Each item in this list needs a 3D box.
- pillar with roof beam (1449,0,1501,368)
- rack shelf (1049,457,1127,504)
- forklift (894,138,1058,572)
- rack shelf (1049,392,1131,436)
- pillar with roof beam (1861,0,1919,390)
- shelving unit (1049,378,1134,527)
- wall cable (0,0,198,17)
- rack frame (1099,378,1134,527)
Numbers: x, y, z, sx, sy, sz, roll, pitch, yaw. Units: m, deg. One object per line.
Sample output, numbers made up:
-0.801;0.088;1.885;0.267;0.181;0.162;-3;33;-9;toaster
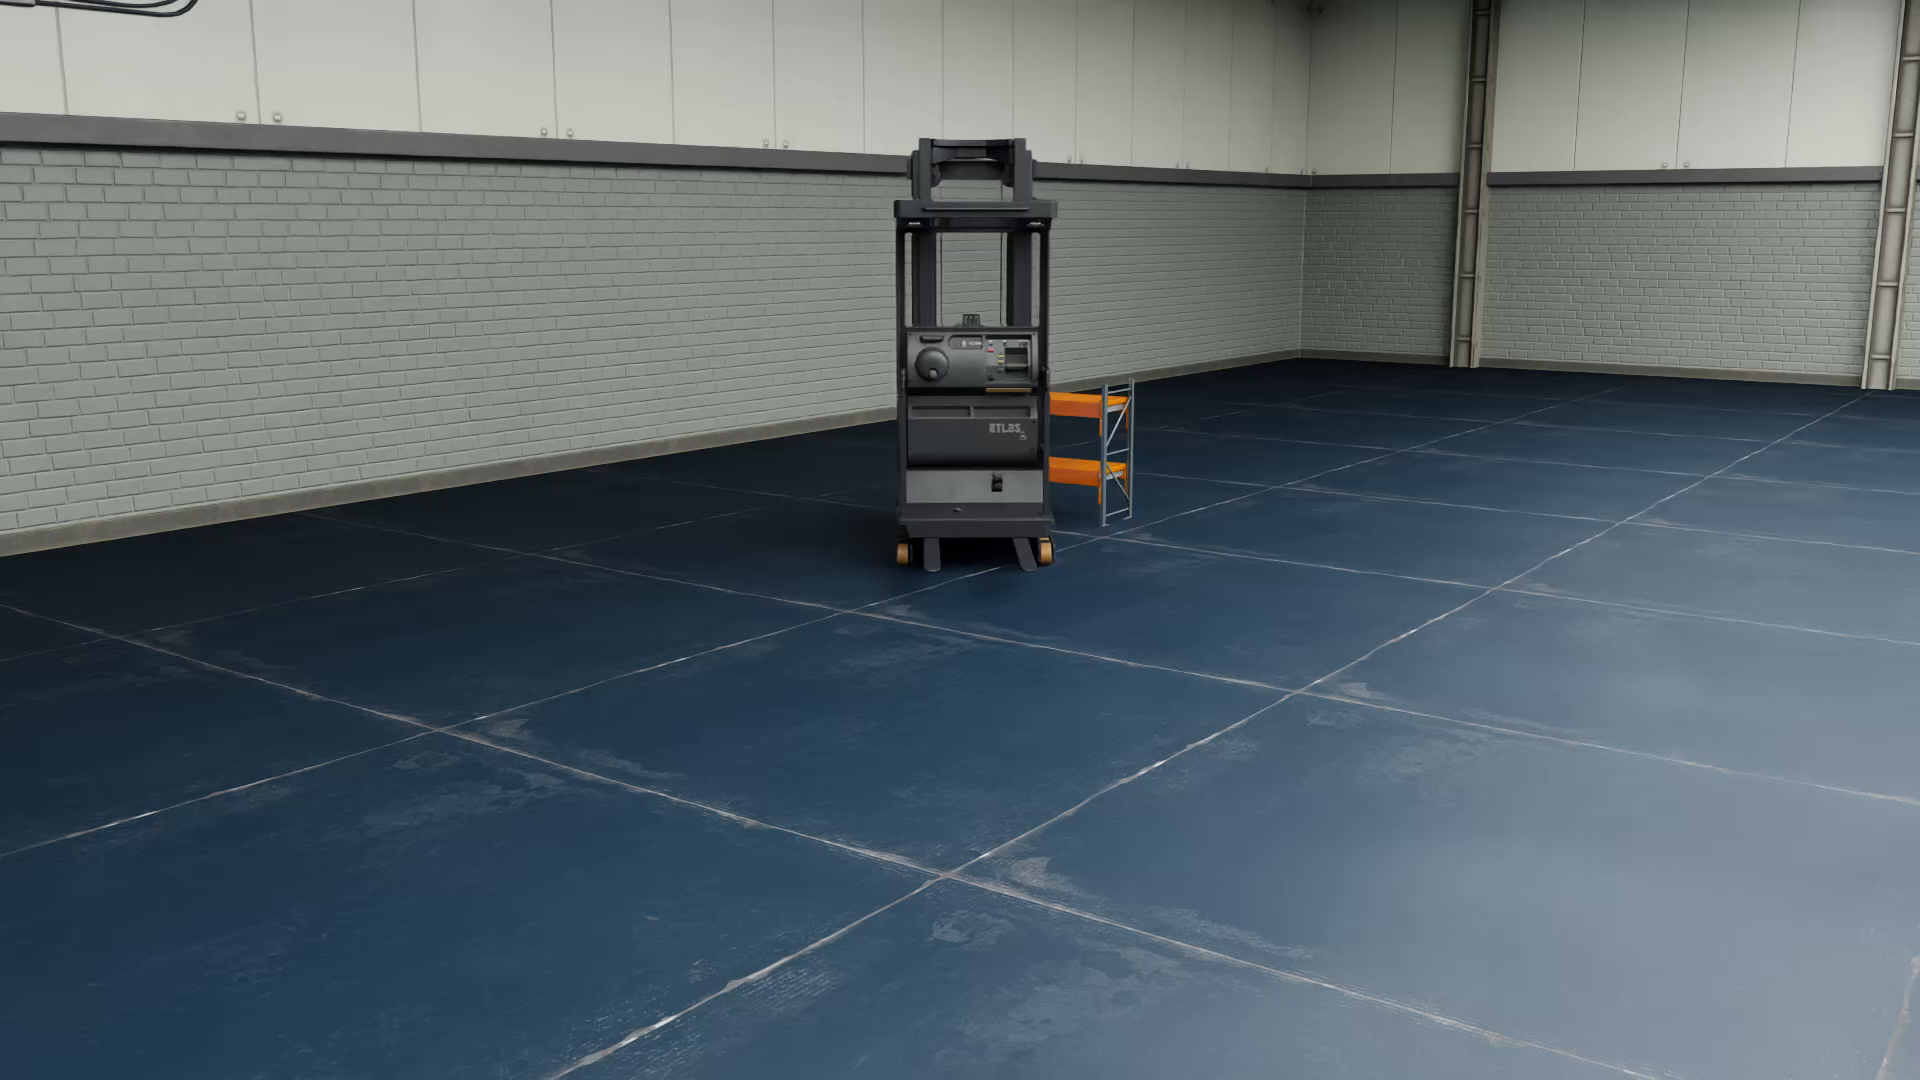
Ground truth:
5.693;-6.592;22.910;0.400;9.000;9.100;8;13;36;pillar with roof beam
0.816;-0.507;13.478;1.000;0.278;0.538;7;13;32;rack shelf
0.095;-1.316;11.615;1.130;2.935;3.031;0;11;-1;forklift
0.816;-1.035;13.376;1.000;0.278;0.538;7;13;32;rack shelf
10.529;-5.917;19.424;0.400;9.000;9.100;8;13;36;pillar with roof beam
0.816;-0.747;13.432;1.048;1.125;0.538;7;13;32;shelving unit
-6.363;-6.083;11.329;0.169;6.003;2.305;8;13;36;wall cable
1.244;-0.695;13.162;0.032;1.125;0.500;7;13;32;rack frame
